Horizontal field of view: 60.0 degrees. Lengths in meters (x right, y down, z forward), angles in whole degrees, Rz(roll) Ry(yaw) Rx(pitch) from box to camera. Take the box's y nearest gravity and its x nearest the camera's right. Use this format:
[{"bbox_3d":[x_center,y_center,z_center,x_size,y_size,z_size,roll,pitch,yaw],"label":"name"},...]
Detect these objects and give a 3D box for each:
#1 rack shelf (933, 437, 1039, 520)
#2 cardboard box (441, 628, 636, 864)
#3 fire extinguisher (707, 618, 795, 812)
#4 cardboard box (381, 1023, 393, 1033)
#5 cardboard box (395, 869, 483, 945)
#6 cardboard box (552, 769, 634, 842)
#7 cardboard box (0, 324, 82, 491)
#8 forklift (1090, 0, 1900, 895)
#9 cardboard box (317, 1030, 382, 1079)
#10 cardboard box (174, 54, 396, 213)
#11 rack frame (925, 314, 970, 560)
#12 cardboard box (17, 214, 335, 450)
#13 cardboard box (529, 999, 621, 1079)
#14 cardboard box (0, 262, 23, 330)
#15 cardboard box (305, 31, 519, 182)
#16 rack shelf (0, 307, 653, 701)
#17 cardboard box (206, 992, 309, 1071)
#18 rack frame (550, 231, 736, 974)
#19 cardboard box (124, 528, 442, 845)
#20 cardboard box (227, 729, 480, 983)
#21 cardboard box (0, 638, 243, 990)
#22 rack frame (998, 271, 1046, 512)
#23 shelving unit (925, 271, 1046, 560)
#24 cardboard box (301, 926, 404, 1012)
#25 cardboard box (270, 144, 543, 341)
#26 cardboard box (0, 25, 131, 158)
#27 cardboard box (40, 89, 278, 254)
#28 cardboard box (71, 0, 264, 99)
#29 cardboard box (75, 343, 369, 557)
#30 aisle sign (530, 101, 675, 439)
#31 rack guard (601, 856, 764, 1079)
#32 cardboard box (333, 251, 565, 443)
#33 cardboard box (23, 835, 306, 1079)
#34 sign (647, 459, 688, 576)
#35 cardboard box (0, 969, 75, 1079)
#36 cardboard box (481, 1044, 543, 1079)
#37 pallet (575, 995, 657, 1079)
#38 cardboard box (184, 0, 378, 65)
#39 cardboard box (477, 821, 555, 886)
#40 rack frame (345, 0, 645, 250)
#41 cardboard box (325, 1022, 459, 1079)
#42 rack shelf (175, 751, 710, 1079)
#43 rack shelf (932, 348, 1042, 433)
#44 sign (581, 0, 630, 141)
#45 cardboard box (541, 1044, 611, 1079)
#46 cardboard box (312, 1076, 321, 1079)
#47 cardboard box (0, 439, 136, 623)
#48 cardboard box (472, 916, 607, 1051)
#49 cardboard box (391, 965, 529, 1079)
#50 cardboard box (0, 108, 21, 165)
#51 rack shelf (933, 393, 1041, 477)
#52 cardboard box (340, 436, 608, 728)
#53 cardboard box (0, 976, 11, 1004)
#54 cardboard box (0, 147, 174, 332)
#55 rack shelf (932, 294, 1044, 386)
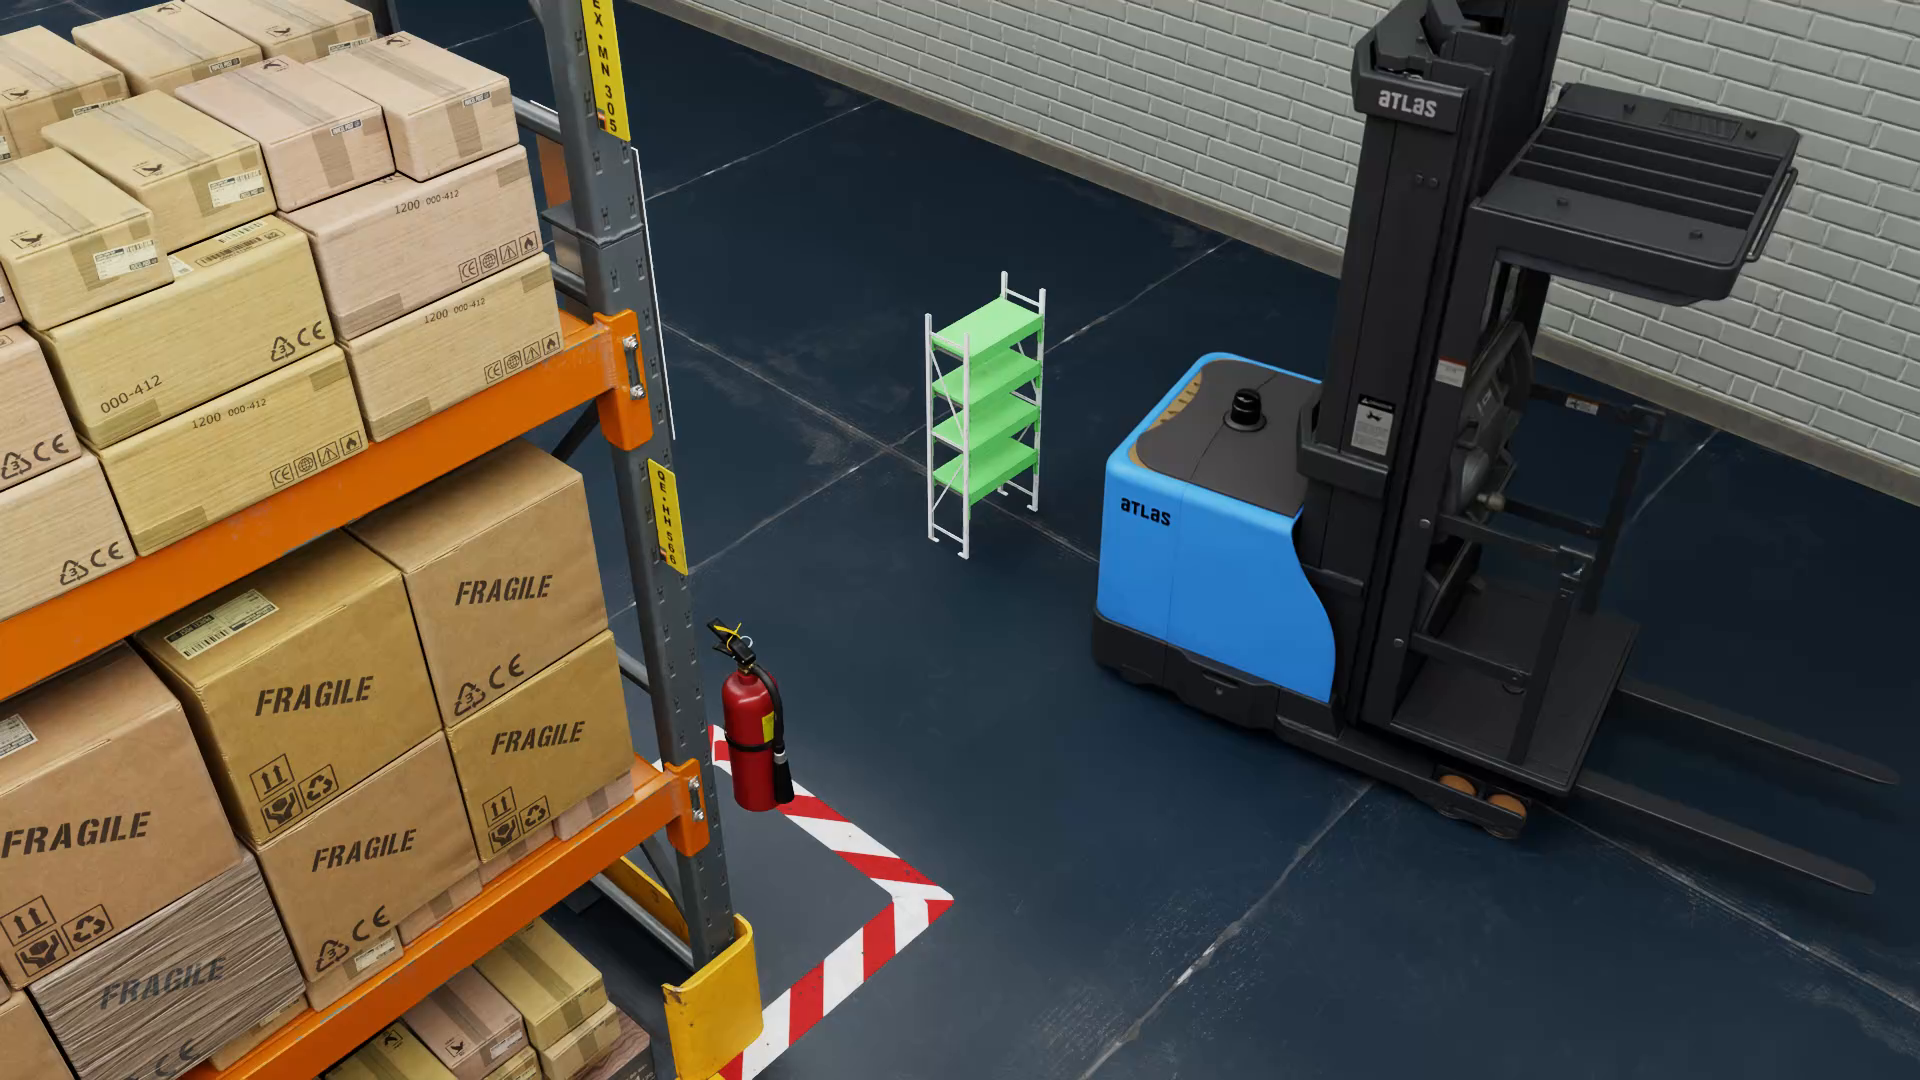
[{"bbox_3d":[0.112,-0.308,7.661,0.258,0.148,0.480,30,47,32],"label":"rack shelf"},{"bbox_3d":[-1.251,0.439,4.469,0.500,0.500,0.500,31,48,33],"label":"cardboard box"},{"bbox_3d":[-0.627,0.534,5.030,0.296,0.674,0.183,30,47,32],"label":"fire extinguisher"},{"bbox_3d":[-1.844,1.492,5.416,0.380,0.149,0.250,29,47,32],"label":"cardboard box"},{"bbox_3d":[-1.503,0.867,4.452,0.380,0.149,0.250,29,47,31],"label":"cardboard box"},{"bbox_3d":[-1.149,0.647,4.729,0.380,0.149,0.250,30,47,32],"label":"cardboard box"},{"bbox_3d":[-1.952,-0.243,2.954,0.500,0.250,0.500,30,48,32],"label":"cardboard box"},{"bbox_3d":[2.079,-0.395,5.891,3.031,2.935,1.130,21,43,24],"label":"forklift"},{"bbox_3d":[-2.007,1.500,5.168,0.380,0.149,0.250,30,47,32],"label":"cardboard box"},{"bbox_3d":[-1.368,-0.830,3.372,0.380,0.149,0.250,30,48,32],"label":"cardboard box"},{"bbox_3d":[-0.053,-0.434,7.331,0.240,1.200,0.015,30,47,32],"label":"rack frame"},{"bbox_3d":[-1.605,-0.477,3.249,0.500,0.250,0.500,28,46,31],"label":"cardboard box"},{"bbox_3d":[-1.283,1.477,5.196,0.380,0.149,0.250,28,46,31],"label":"cardboard box"},{"bbox_3d":[-1.870,-0.463,2.910,0.380,0.149,0.250,29,47,31],"label":"cardboard box"},{"bbox_3d":[-1.145,-0.911,3.474,0.380,0.149,0.250,29,47,32],"label":"cardboard box"},{"bbox_3d":[-2.487,0.306,3.123,1.077,0.370,4.000,30,47,32],"label":"rack shelf"},{"bbox_3d":[-1.857,1.102,4.155,0.380,0.149,0.250,27,46,30],"label":"cardboard box"},{"bbox_3d":[-1.138,0.280,4.988,1.000,3.000,0.127,30,47,32],"label":"rack frame"},{"bbox_3d":[-1.605,0.280,3.865,0.500,0.500,0.500,28,46,31],"label":"cardboard box"},{"bbox_3d":[-1.602,0.673,4.174,0.500,0.500,0.500,29,47,31],"label":"cardboard box"},{"bbox_3d":[-1.949,0.523,3.559,0.500,0.500,0.500,-32,48,-33],"label":"cardboard box"},{"bbox_3d":[0.276,-0.658,7.613,0.240,1.200,0.015,30,47,32],"label":"rack frame"},{"bbox_3d":[0.112,-0.546,7.472,0.258,1.200,0.503,30,47,32],"label":"shelving unit"},{"bbox_3d":[-1.658,0.994,4.292,0.380,0.149,0.250,31,48,33],"label":"cardboard box"},{"bbox_3d":[-1.261,-0.713,3.545,0.500,0.250,0.500,28,46,31],"label":"cardboard box"},{"bbox_3d":[-1.947,-0.930,3.498,0.380,0.149,0.250,30,47,32],"label":"cardboard box"},{"bbox_3d":[-1.556,-0.721,3.235,0.380,0.149,0.250,28,46,31],"label":"cardboard box"},{"bbox_3d":[-1.710,-1.024,3.617,0.380,0.149,0.250,32,48,33],"label":"cardboard box"},{"bbox_3d":[-1.588,-0.278,3.400,0.500,0.250,0.500,30,47,32],"label":"cardboard box"},{"bbox_3d":[-0.867,-0.645,4.063,0.394,0.787,0.004,30,47,32],"label":"aisle sign"},{"bbox_3d":[-1.189,1.293,5.722,1.175,0.500,0.348,30,47,32],"label":"rack guard"},{"bbox_3d":[-1.249,-0.515,3.699,0.500,0.250,0.500,29,47,31],"label":"cardboard box"},{"bbox_3d":[-1.937,0.910,3.876,0.500,0.500,0.500,30,47,32],"label":"cardboard box"},{"bbox_3d":[-0.742,-0.055,4.225,0.100,0.325,0.005,30,47,32],"label":"sign"},{"bbox_3d":[-2.281,1.135,3.593,0.500,0.500,0.500,-32,48,-33],"label":"cardboard box"},{"bbox_3d":[-1.499,1.575,5.074,0.380,0.149,0.250,28,47,31],"label":"cardboard box"},{"bbox_3d":[-1.763,1.765,5.361,1.003,0.211,1.213,30,47,32],"label":"pallet"},{"bbox_3d":[-1.525,-1.134,3.754,0.380,0.149,0.250,29,47,32],"label":"cardboard box"},{"bbox_3d":[-1.345,0.745,4.605,0.380,0.149,0.250,30,47,32],"label":"cardboard box"},{"bbox_3d":[-1.138,-2.068,3.121,1.000,3.000,0.127,30,47,32],"label":"rack frame"},{"bbox_3d":[-1.601,1.612,4.788,0.380,0.149,0.250,29,47,31],"label":"cardboard box"},{"bbox_3d":[-2.487,1.480,4.056,1.077,0.370,4.000,30,47,32],"label":"rack shelf"},{"bbox_3d":[0.112,-0.684,7.363,0.258,0.148,0.480,30,47,32],"label":"rack shelf"},{"bbox_3d":[-0.742,-0.998,3.474,0.100,0.325,0.005,30,47,32],"label":"sign"},{"bbox_3d":[-1.339,1.561,5.330,0.380,0.149,0.250,30,48,33],"label":"cardboard box"},{"bbox_3d":[-1.822,1.704,4.672,0.380,0.149,0.250,28,46,30],"label":"cardboard box"},{"bbox_3d":[-1.933,-0.056,3.120,0.500,0.250,0.500,32,48,34],"label":"cardboard box"},{"bbox_3d":[-1.308,1.348,5.120,0.380,0.149,0.250,30,47,32],"label":"cardboard box"},{"bbox_3d":[-1.520,1.439,5.005,0.380,0.149,0.250,31,48,33],"label":"cardboard box"},{"bbox_3d":[-2.111,-0.819,3.358,0.380,0.149,0.250,30,48,32],"label":"cardboard box"},{"bbox_3d":[0.112,-0.496,7.512,0.258,0.148,0.480,30,47,32],"label":"rack shelf"},{"bbox_3d":[-1.263,0.048,4.157,0.500,0.500,0.500,29,47,31],"label":"cardboard box"},{"bbox_3d":[-2.303,0.767,3.252,0.500,0.500,0.500,28,46,31],"label":"cardboard box"},{"bbox_3d":[-1.655,-0.554,3.025,0.380,0.149,0.250,30,48,32],"label":"cardboard box"},{"bbox_3d":[0.112,-0.871,7.213,0.258,0.148,0.480,30,47,32],"label":"rack shelf"}]
